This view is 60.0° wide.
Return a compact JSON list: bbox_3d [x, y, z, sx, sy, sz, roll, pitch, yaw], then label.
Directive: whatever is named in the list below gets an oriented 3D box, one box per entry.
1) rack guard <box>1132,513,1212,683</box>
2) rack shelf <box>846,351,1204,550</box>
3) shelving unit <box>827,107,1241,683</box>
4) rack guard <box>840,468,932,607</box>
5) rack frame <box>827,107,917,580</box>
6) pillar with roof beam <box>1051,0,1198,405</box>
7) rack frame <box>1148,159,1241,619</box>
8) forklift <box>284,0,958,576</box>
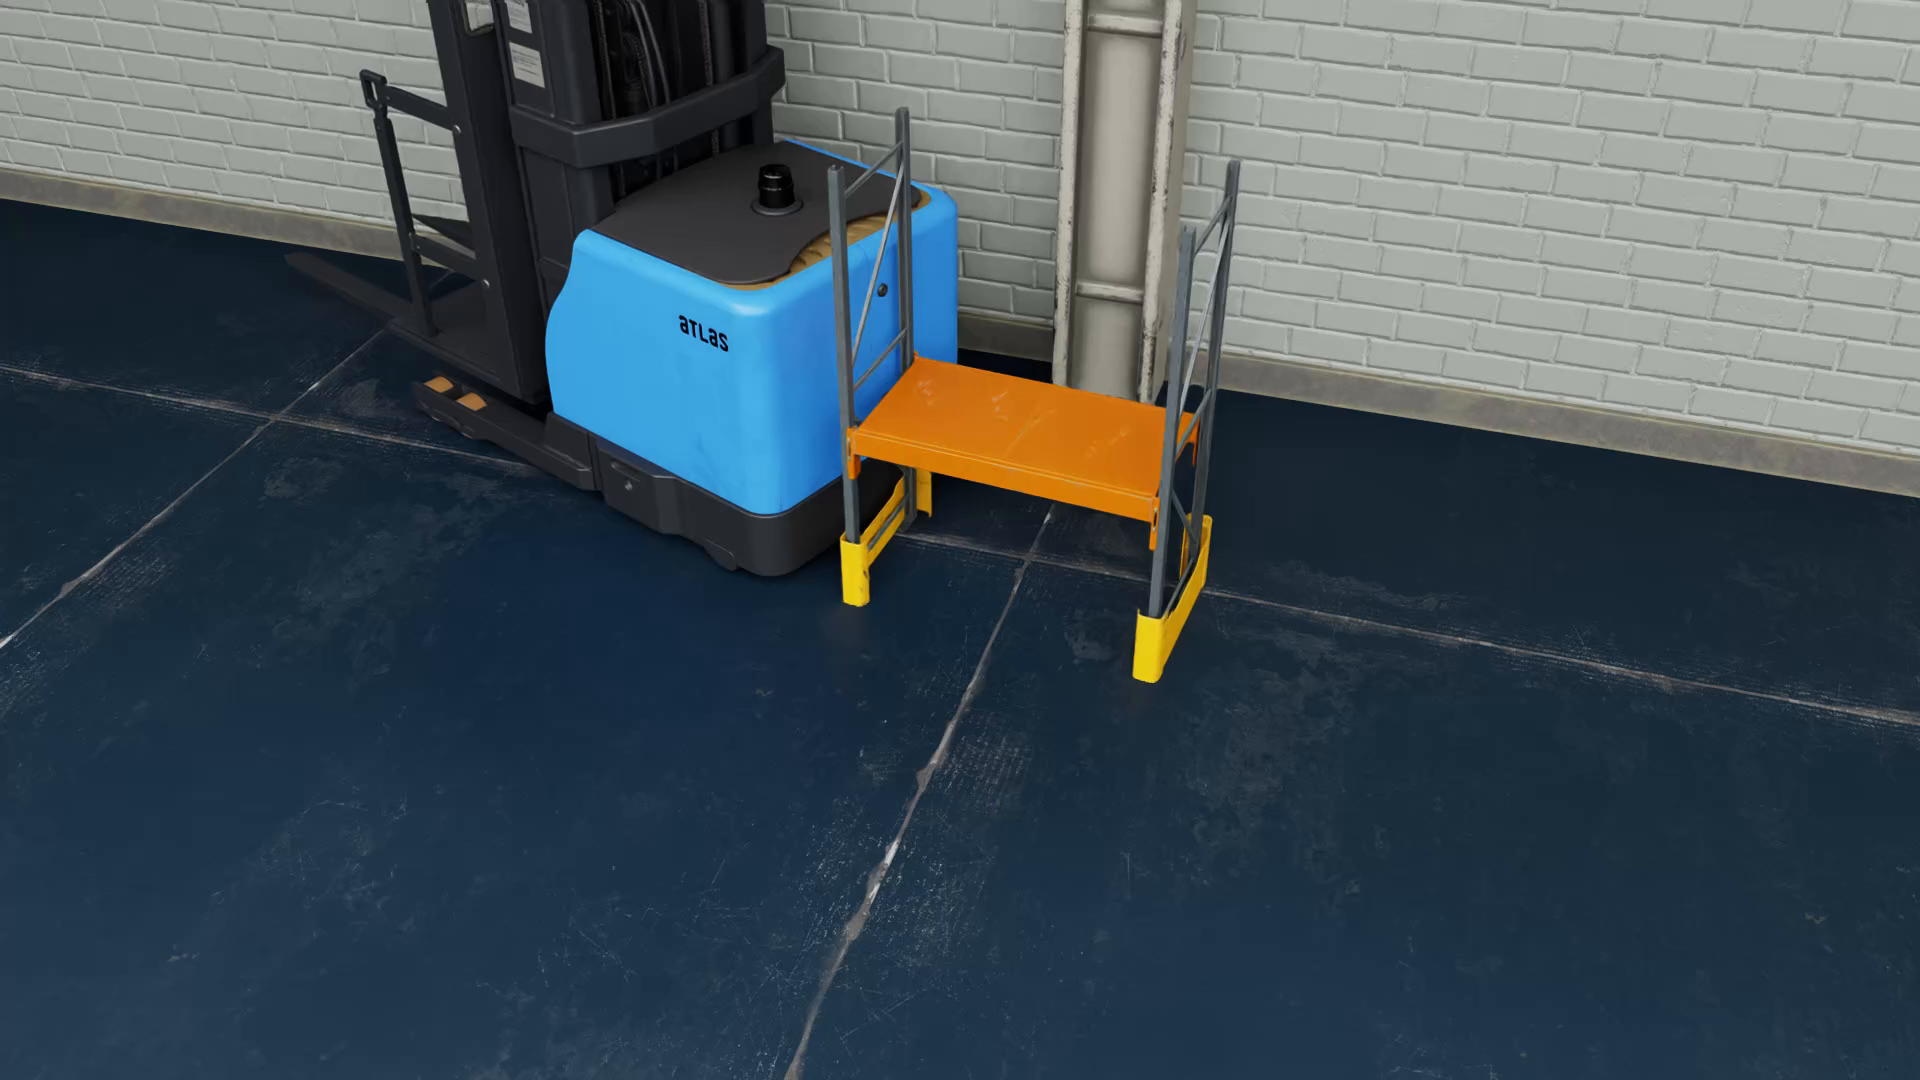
[{"bbox_3d":[0.679,0.177,5.299,0.087,0.250,0.587,14,39,18],"label":"rack guard"},{"bbox_3d":[0.210,-0.296,5.190,1.000,0.185,0.538,14,39,18],"label":"rack shelf"},{"bbox_3d":[0.219,-0.439,5.081,1.083,1.500,0.587,14,39,18],"label":"shelving unit"},{"bbox_3d":[-0.242,-0.048,5.604,0.087,0.250,0.587,14,39,18],"label":"rack guard"},{"bbox_3d":[-0.260,-0.555,5.239,0.032,1.500,0.500,14,39,18],"label":"rack frame"},{"bbox_3d":[-0.697,-1.794,0.596,0.400,9.000,9.100,10,38,14],"label":"pillar with roof beam"},{"bbox_3d":[0.681,-0.326,4.928,0.032,1.500,0.500,14,39,18],"label":"rack frame"},{"bbox_3d":[-1.457,-1.782,5.698,3.031,2.935,1.130,26,43,30],"label":"forklift"}]
